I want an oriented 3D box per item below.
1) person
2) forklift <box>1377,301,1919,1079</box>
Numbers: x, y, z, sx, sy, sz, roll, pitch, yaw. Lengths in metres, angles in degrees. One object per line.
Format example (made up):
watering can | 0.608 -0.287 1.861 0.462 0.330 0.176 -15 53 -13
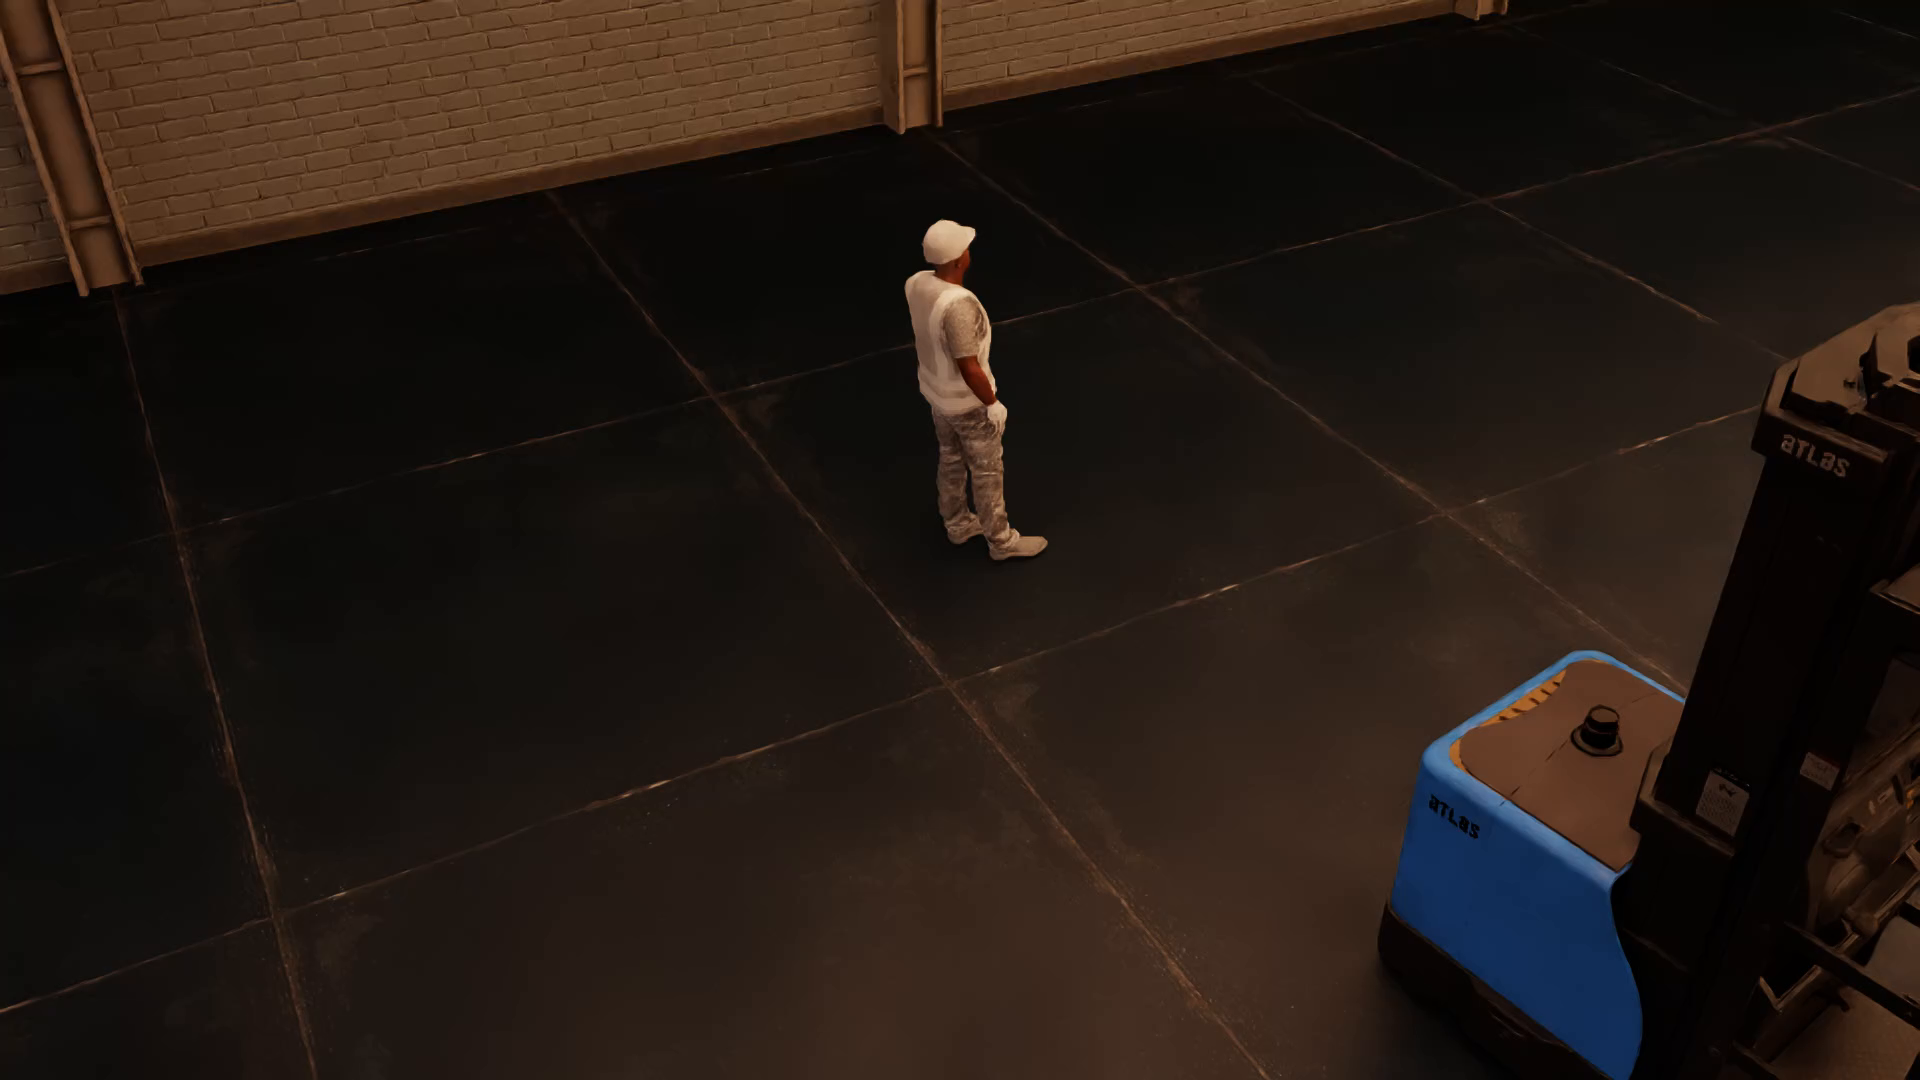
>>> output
person | 0.067 -0.749 8.166 0.576 1.782 0.655 -17 39 -23
forklift | 2.896 0.907 4.840 1.130 2.935 3.031 -24 42 -30
